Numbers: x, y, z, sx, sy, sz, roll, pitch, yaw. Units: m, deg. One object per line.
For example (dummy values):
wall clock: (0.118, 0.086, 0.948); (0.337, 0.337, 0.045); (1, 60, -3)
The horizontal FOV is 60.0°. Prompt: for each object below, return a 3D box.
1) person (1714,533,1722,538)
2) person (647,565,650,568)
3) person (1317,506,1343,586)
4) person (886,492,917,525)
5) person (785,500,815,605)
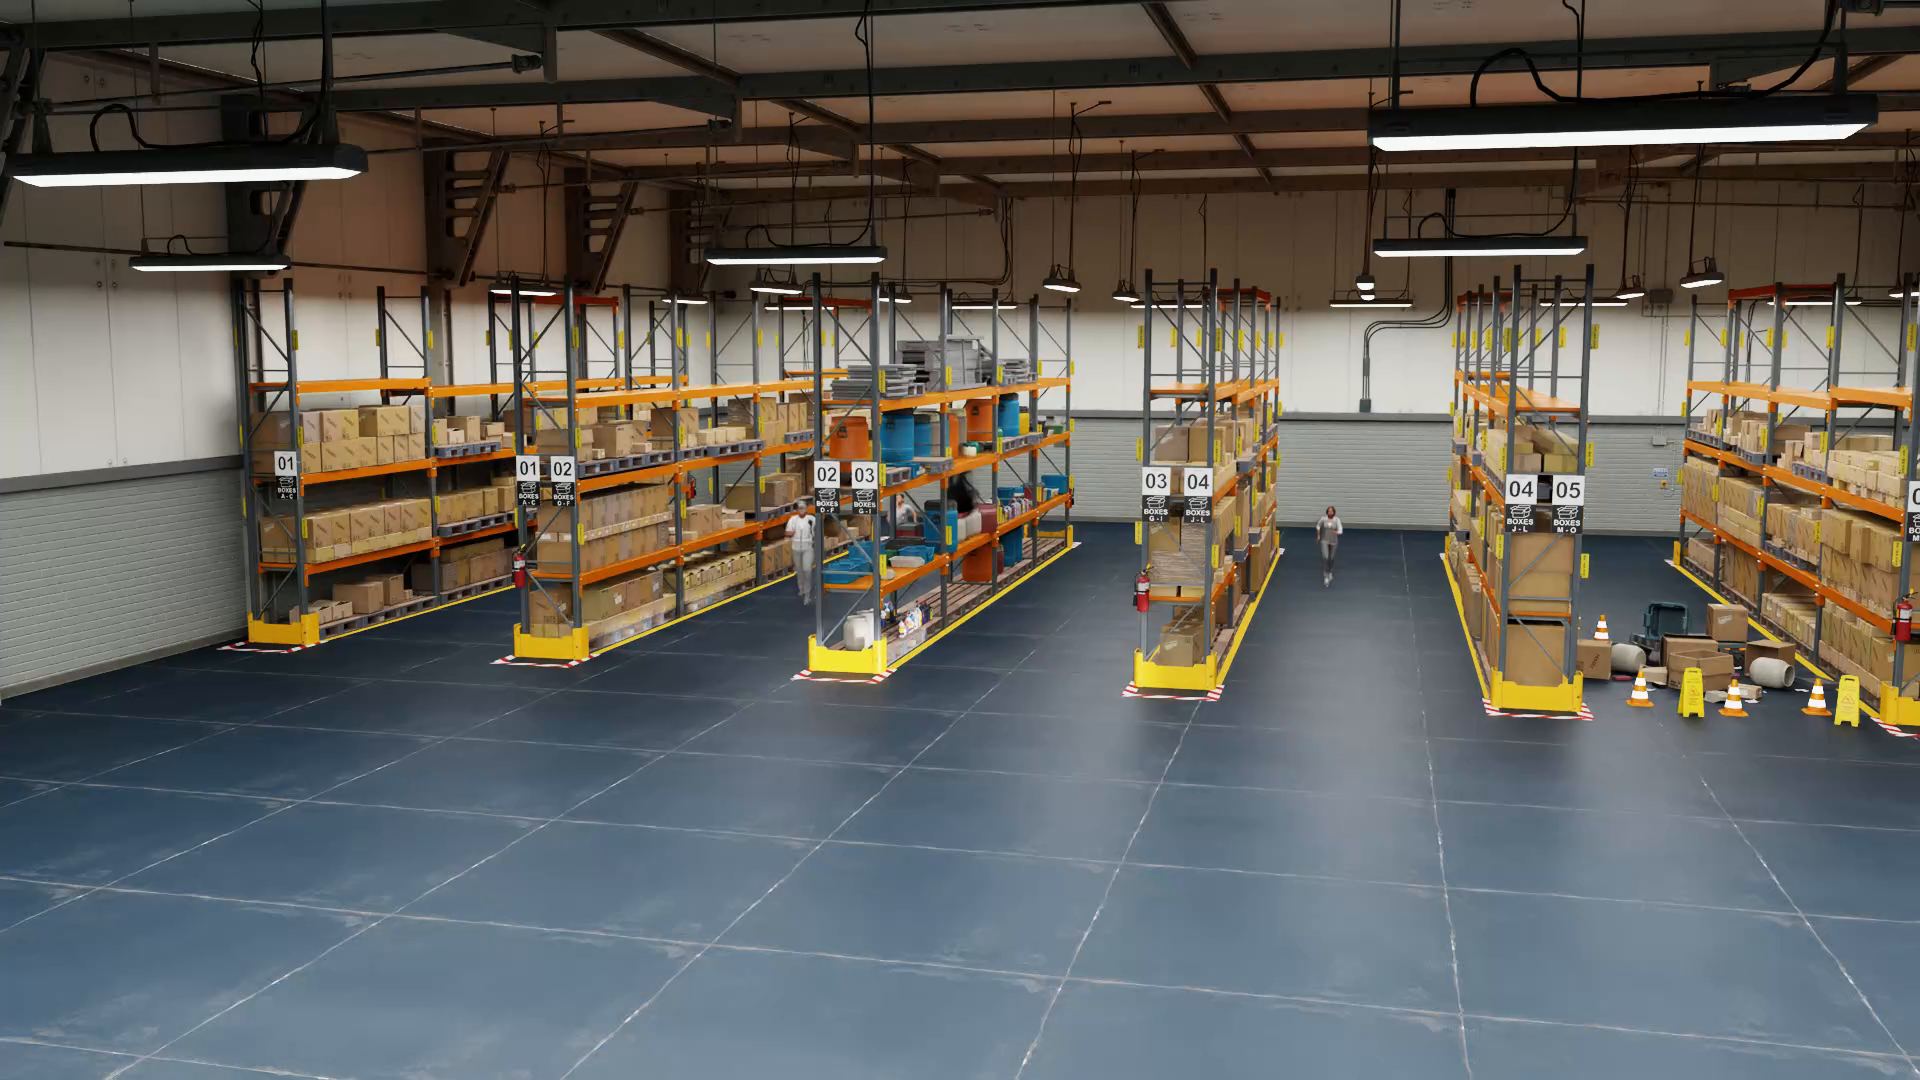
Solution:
person: (17.444, -0.358, 38.087); (0.555, 1.581, 0.818); (-4, 8, -29)
person: (-6.741, -0.032, 35.001); (0.675, 1.774, 0.774); (2, 7, 16)
person: (7.602, 0.103, 34.222); (0.502, 1.643, 0.801); (1, 7, 7)
person: (-1.208, -0.118, 34.002); (0.584, 1.738, 0.742); (2, 7, 15)
person: (-2.873, 0.216, 30.373); (0.640, 1.890, 0.729); (1, 7, 5)
